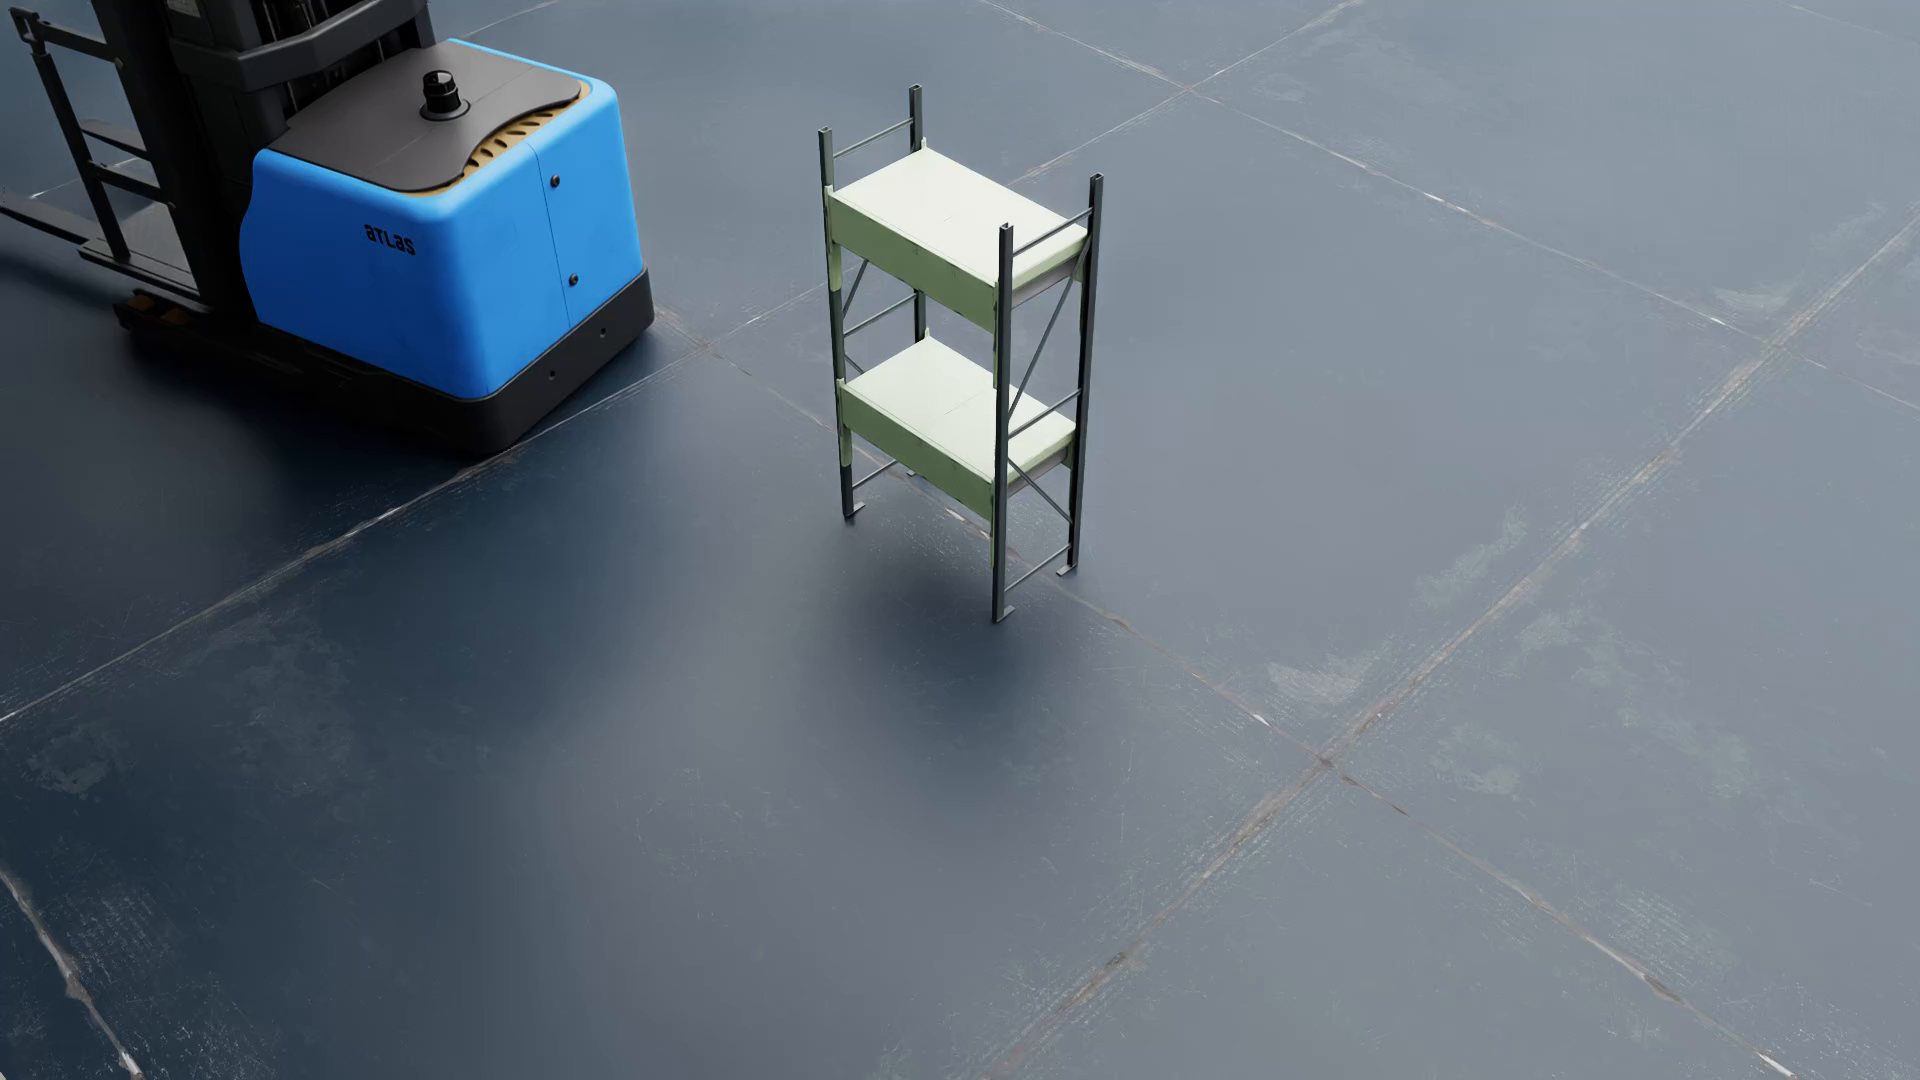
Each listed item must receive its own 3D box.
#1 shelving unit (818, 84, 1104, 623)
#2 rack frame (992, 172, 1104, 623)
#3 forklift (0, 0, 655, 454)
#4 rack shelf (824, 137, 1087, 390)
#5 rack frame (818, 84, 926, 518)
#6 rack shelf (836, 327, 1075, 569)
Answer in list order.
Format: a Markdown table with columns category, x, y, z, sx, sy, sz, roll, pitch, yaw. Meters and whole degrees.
| category | x | y | z | sx | sy | sz | roll | pitch | yaw |
| --- | --- | --- | --- | --- | --- | --- | --- | --- | --- |
| shelving unit | -0.005 | -0.554 | 5.244 | 0.431 | 1.500 | 0.755 | -34 | 53 | -31 |
| rack frame | 0.254 | -0.378 | 5.054 | 0.400 | 1.500 | 0.023 | -34 | 53 | -31 |
| forklift | -2.754 | -2.111 | 5.875 | 3.031 | 2.935 | 1.130 | 20 | 46 | 21 |
| rack shelf | -0.005 | -0.841 | 4.980 | 0.431 | 0.370 | 0.720 | -34 | 53 | -31 |
| rack frame | -0.263 | -0.730 | 5.435 | 0.400 | 1.500 | 0.023 | -34 | 53 | -31 |
| rack shelf | -0.005 | -0.315 | 5.466 | 0.431 | 0.370 | 0.720 | -34 | 53 | -31 |
